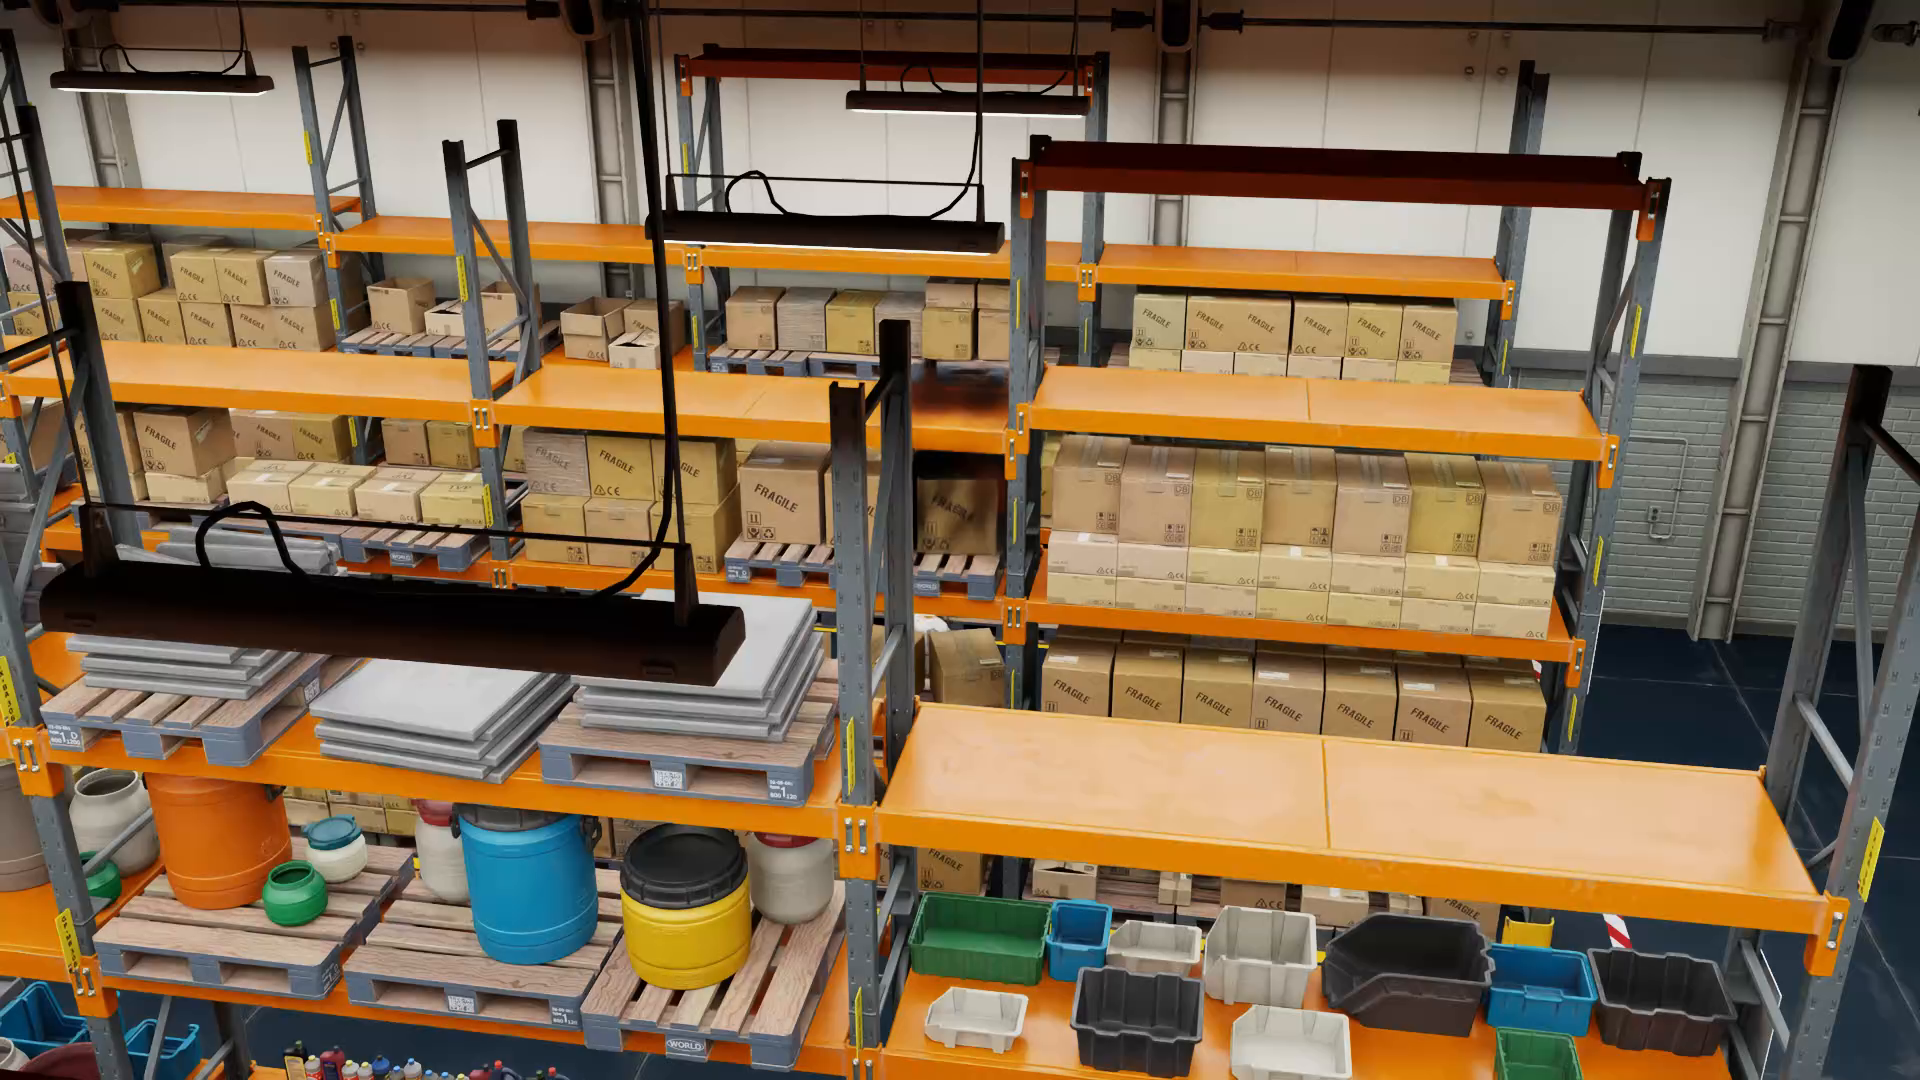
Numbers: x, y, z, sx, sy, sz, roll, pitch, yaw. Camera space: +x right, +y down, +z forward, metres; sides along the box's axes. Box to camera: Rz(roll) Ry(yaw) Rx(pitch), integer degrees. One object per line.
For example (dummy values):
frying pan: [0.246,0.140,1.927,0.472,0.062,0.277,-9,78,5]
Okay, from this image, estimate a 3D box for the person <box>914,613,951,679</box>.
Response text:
person: [-0.227,1.199,15.107,0.592,1.701,0.543,-10,25,-22]
